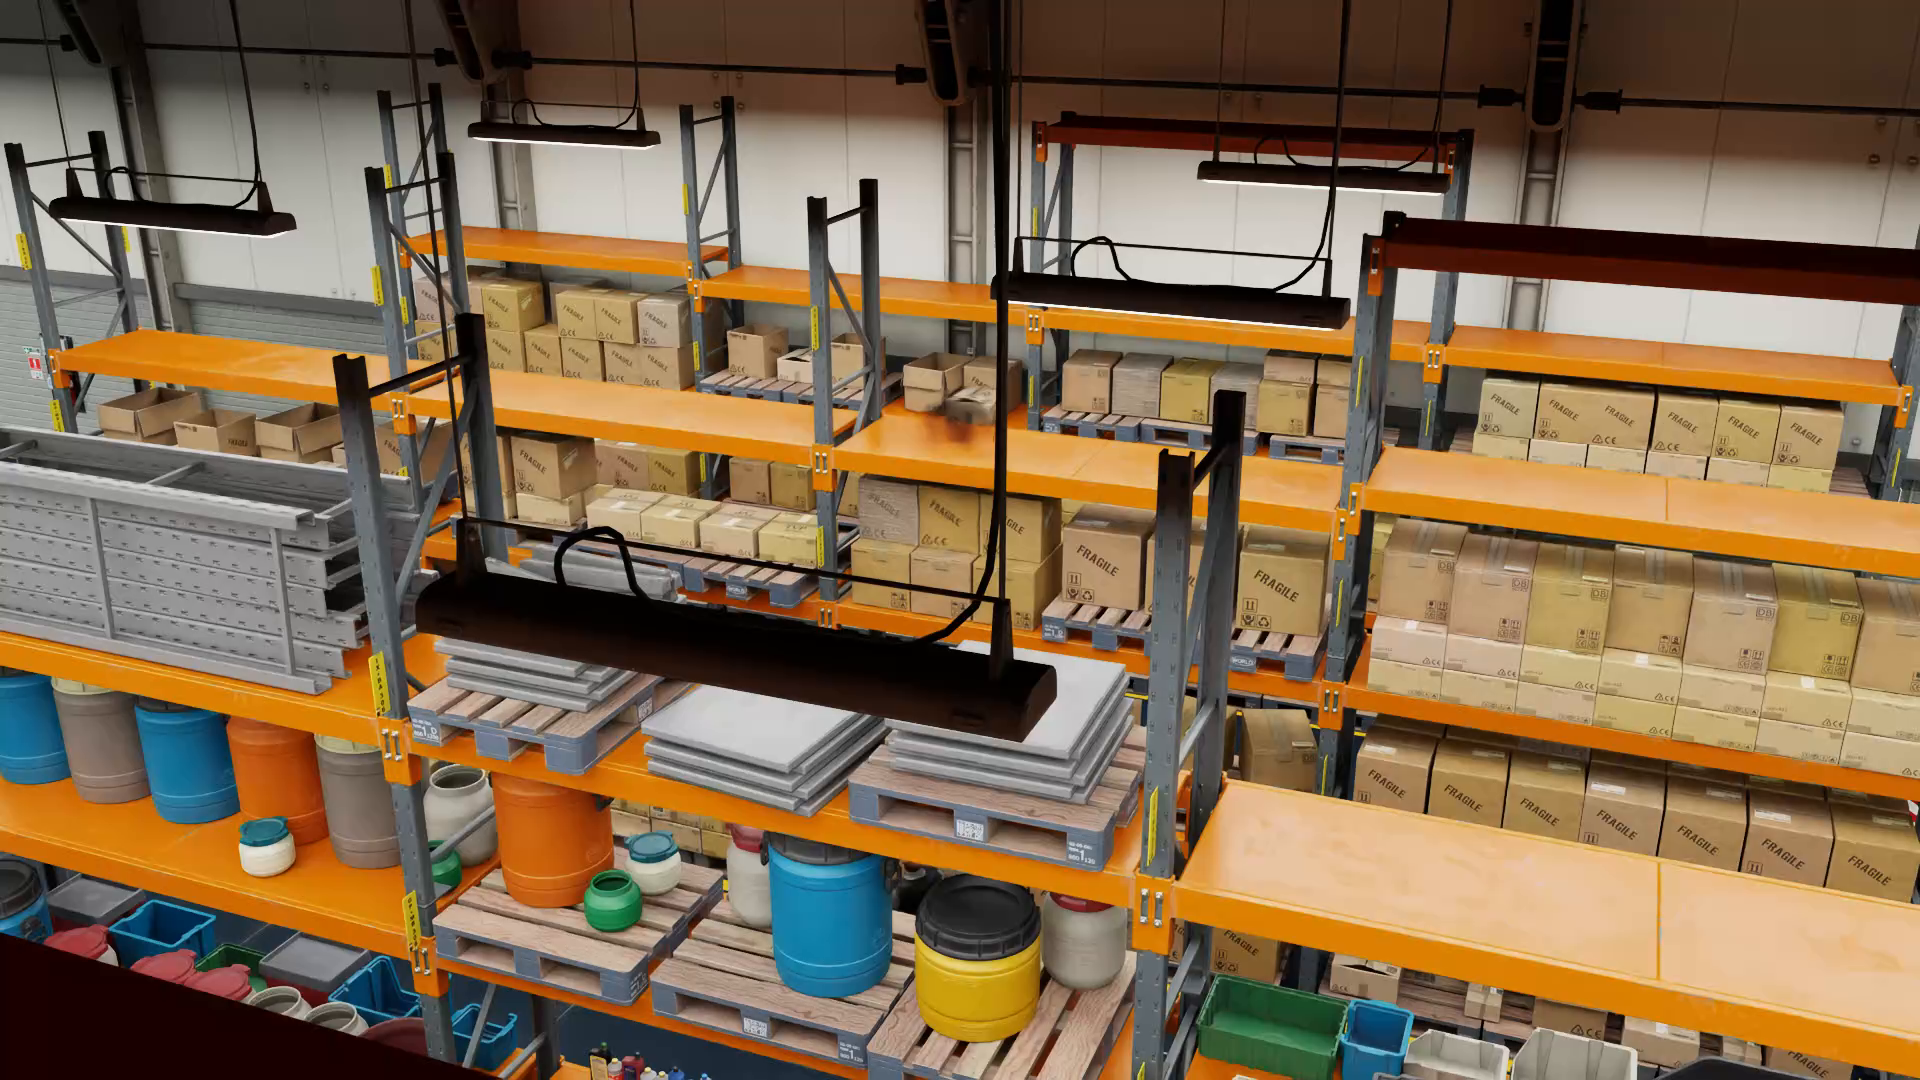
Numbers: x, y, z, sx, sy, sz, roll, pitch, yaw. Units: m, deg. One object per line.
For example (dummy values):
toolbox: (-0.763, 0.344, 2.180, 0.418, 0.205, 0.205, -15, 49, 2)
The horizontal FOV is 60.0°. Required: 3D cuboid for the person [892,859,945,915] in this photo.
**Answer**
person: (-0.365, 2.949, 12.352, 0.581, 1.741, 0.468, -17, 27, -38)
